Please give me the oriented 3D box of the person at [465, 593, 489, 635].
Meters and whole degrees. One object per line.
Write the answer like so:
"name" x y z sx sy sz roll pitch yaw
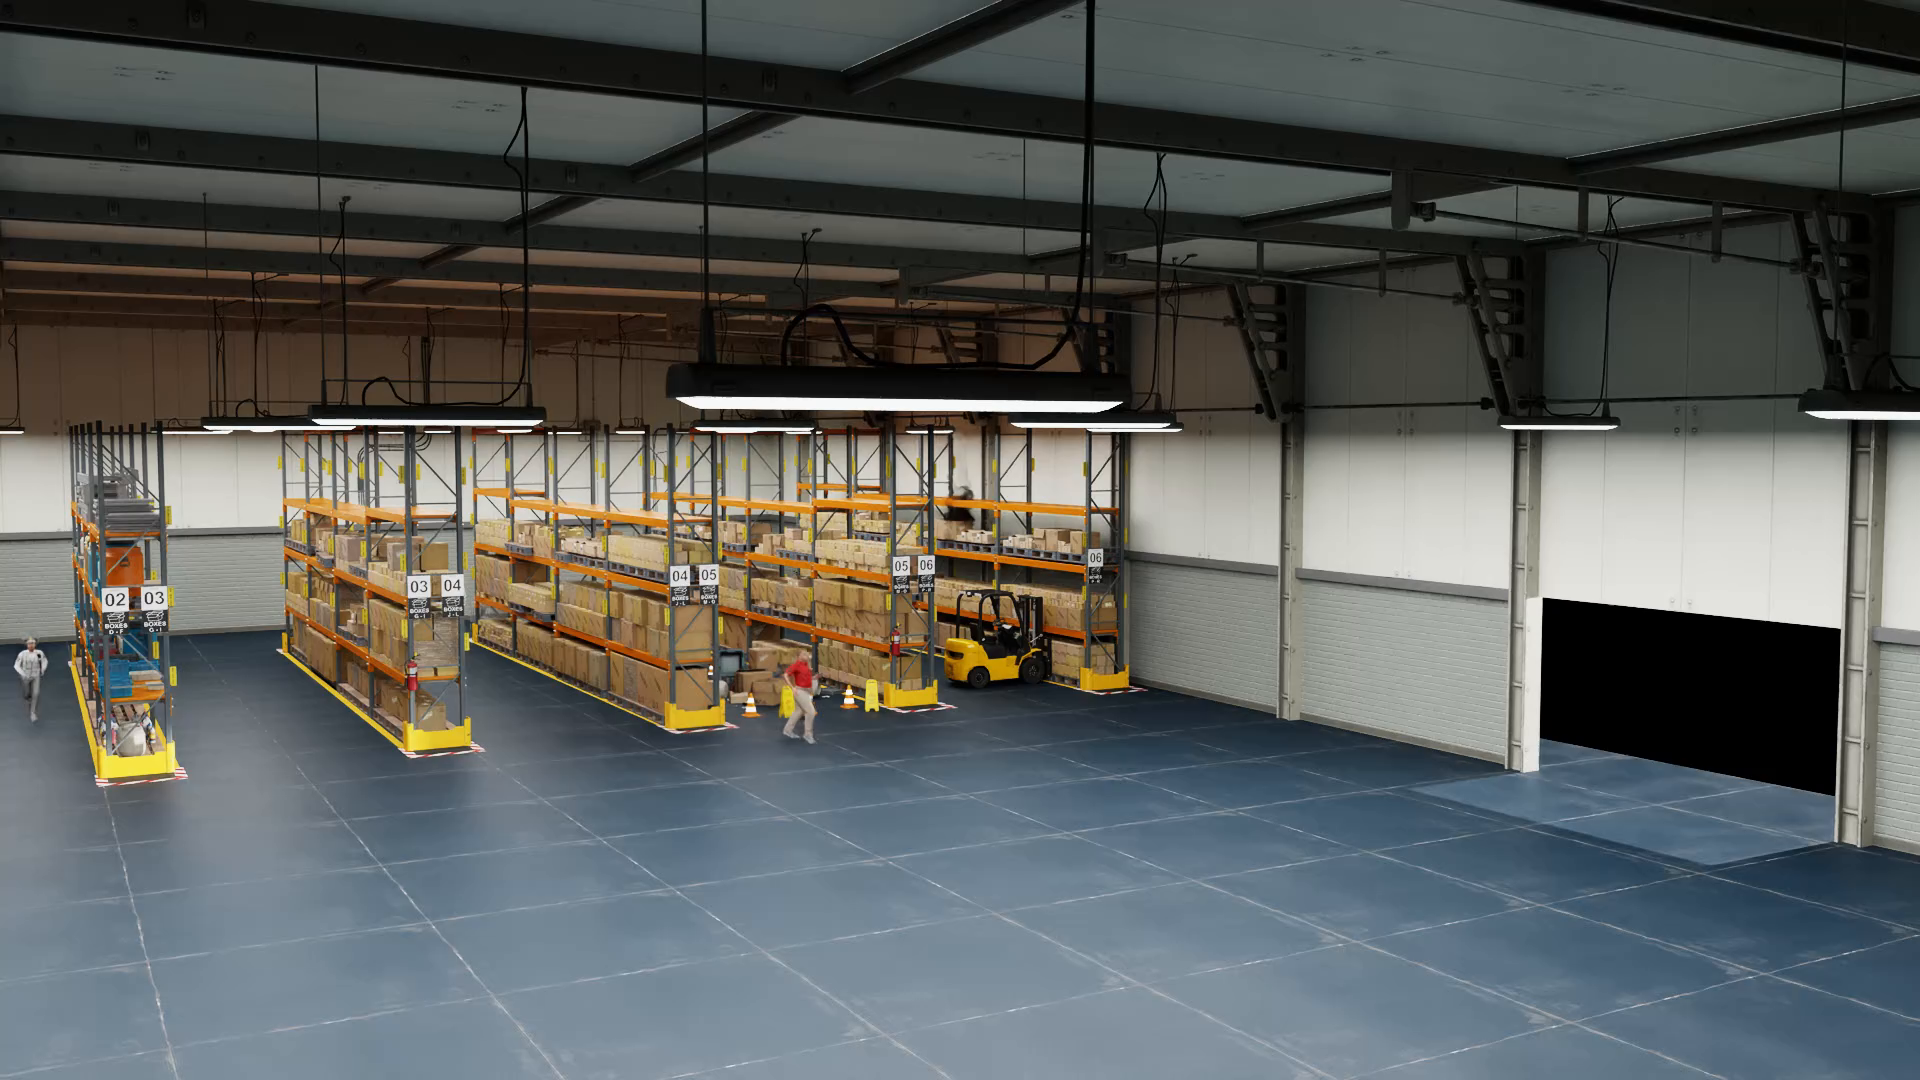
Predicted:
"person" -13.883 1.887 48.011 0.895 1.740 0.721 0 4 -7

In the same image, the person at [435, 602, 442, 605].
"person" -13.783 2.117 44.349 0.625 1.703 0.937 -2 4 -26

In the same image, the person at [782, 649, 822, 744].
"person" -2.976 2.942 31.203 0.797 1.802 0.638 1 4 9

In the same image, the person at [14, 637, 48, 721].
"person" -18.963 2.813 33.963 0.596 1.691 0.996 -2 4 -26
